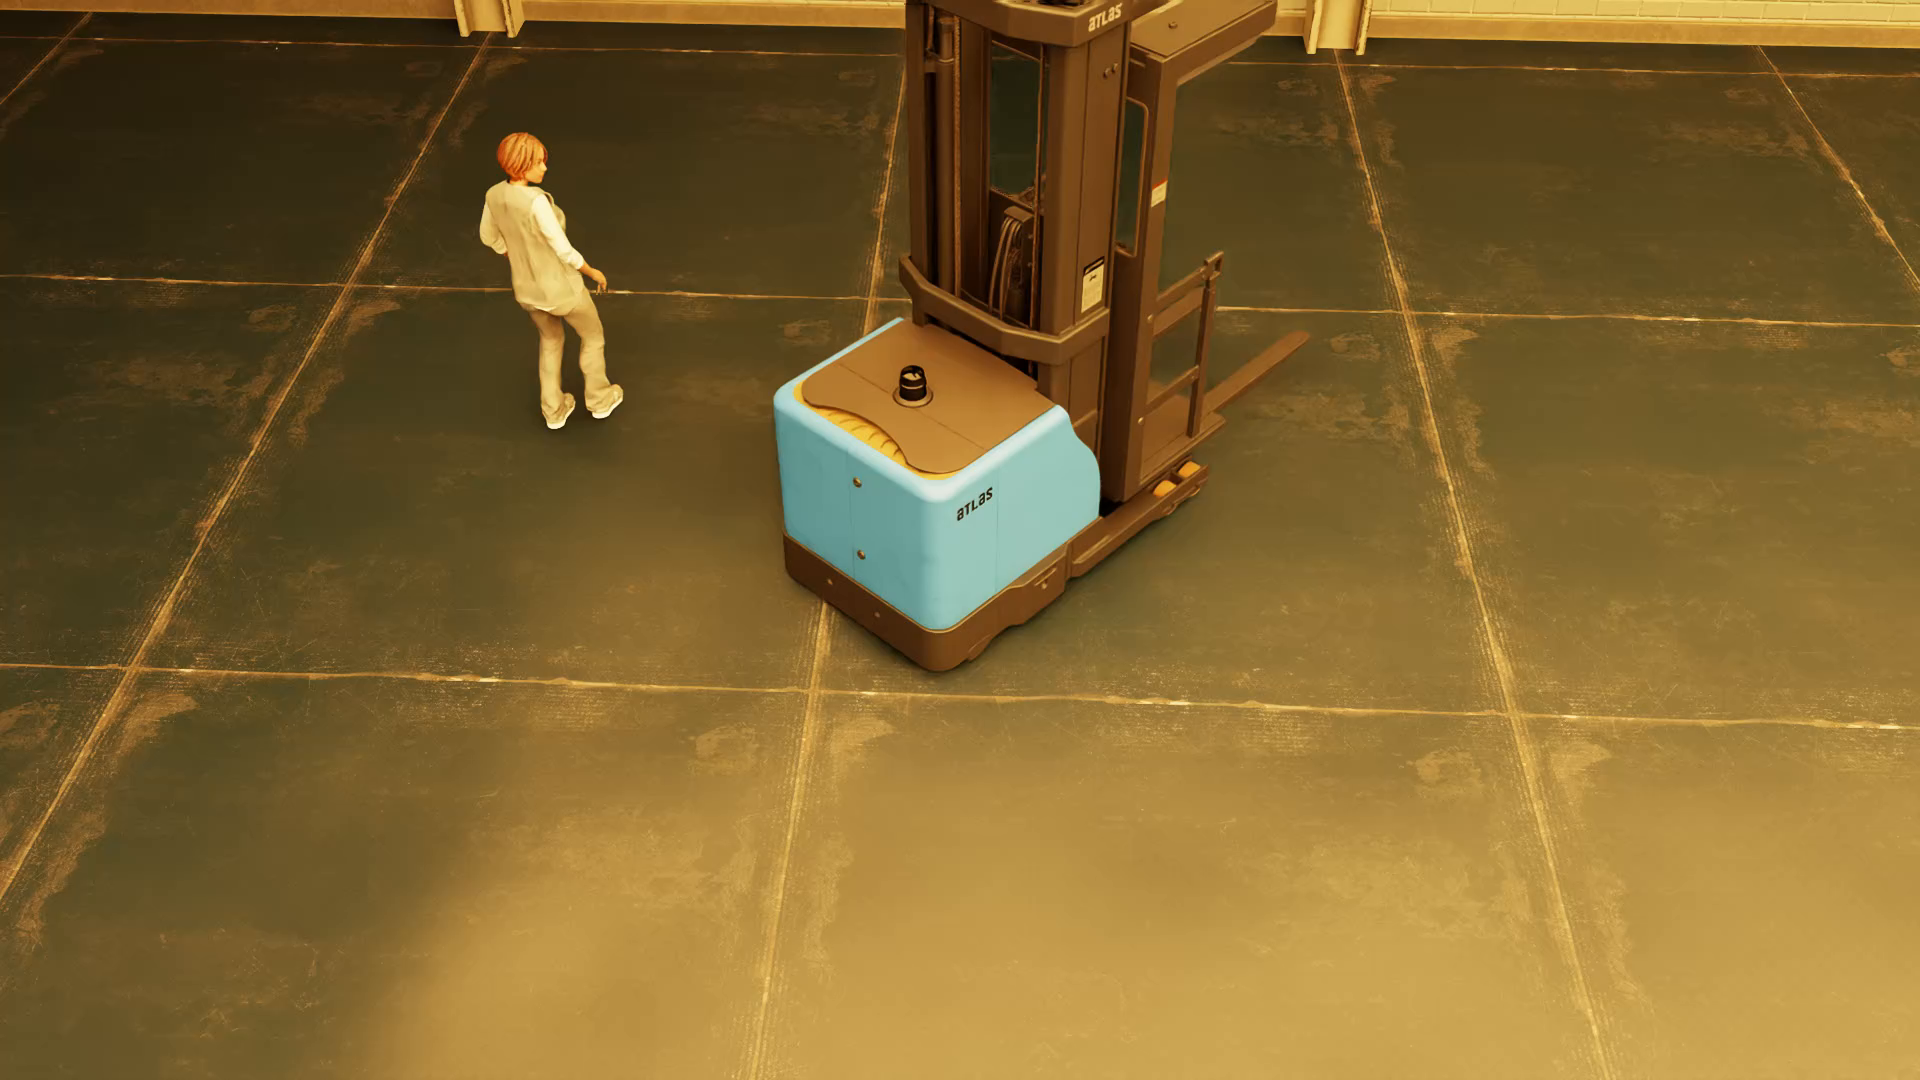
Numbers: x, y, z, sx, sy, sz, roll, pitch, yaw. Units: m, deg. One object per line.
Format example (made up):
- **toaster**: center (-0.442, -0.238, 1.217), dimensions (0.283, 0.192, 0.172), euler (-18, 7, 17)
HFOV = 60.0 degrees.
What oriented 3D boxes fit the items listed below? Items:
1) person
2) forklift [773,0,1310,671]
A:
- **person**: center (-2.008, -1.260, 8.139), dimensions (0.608, 1.573, 0.447), euler (16, 45, 17)
- **forklift**: center (0.569, -1.416, 7.294), dimensions (1.130, 2.935, 3.031), euler (32, 51, 30)
